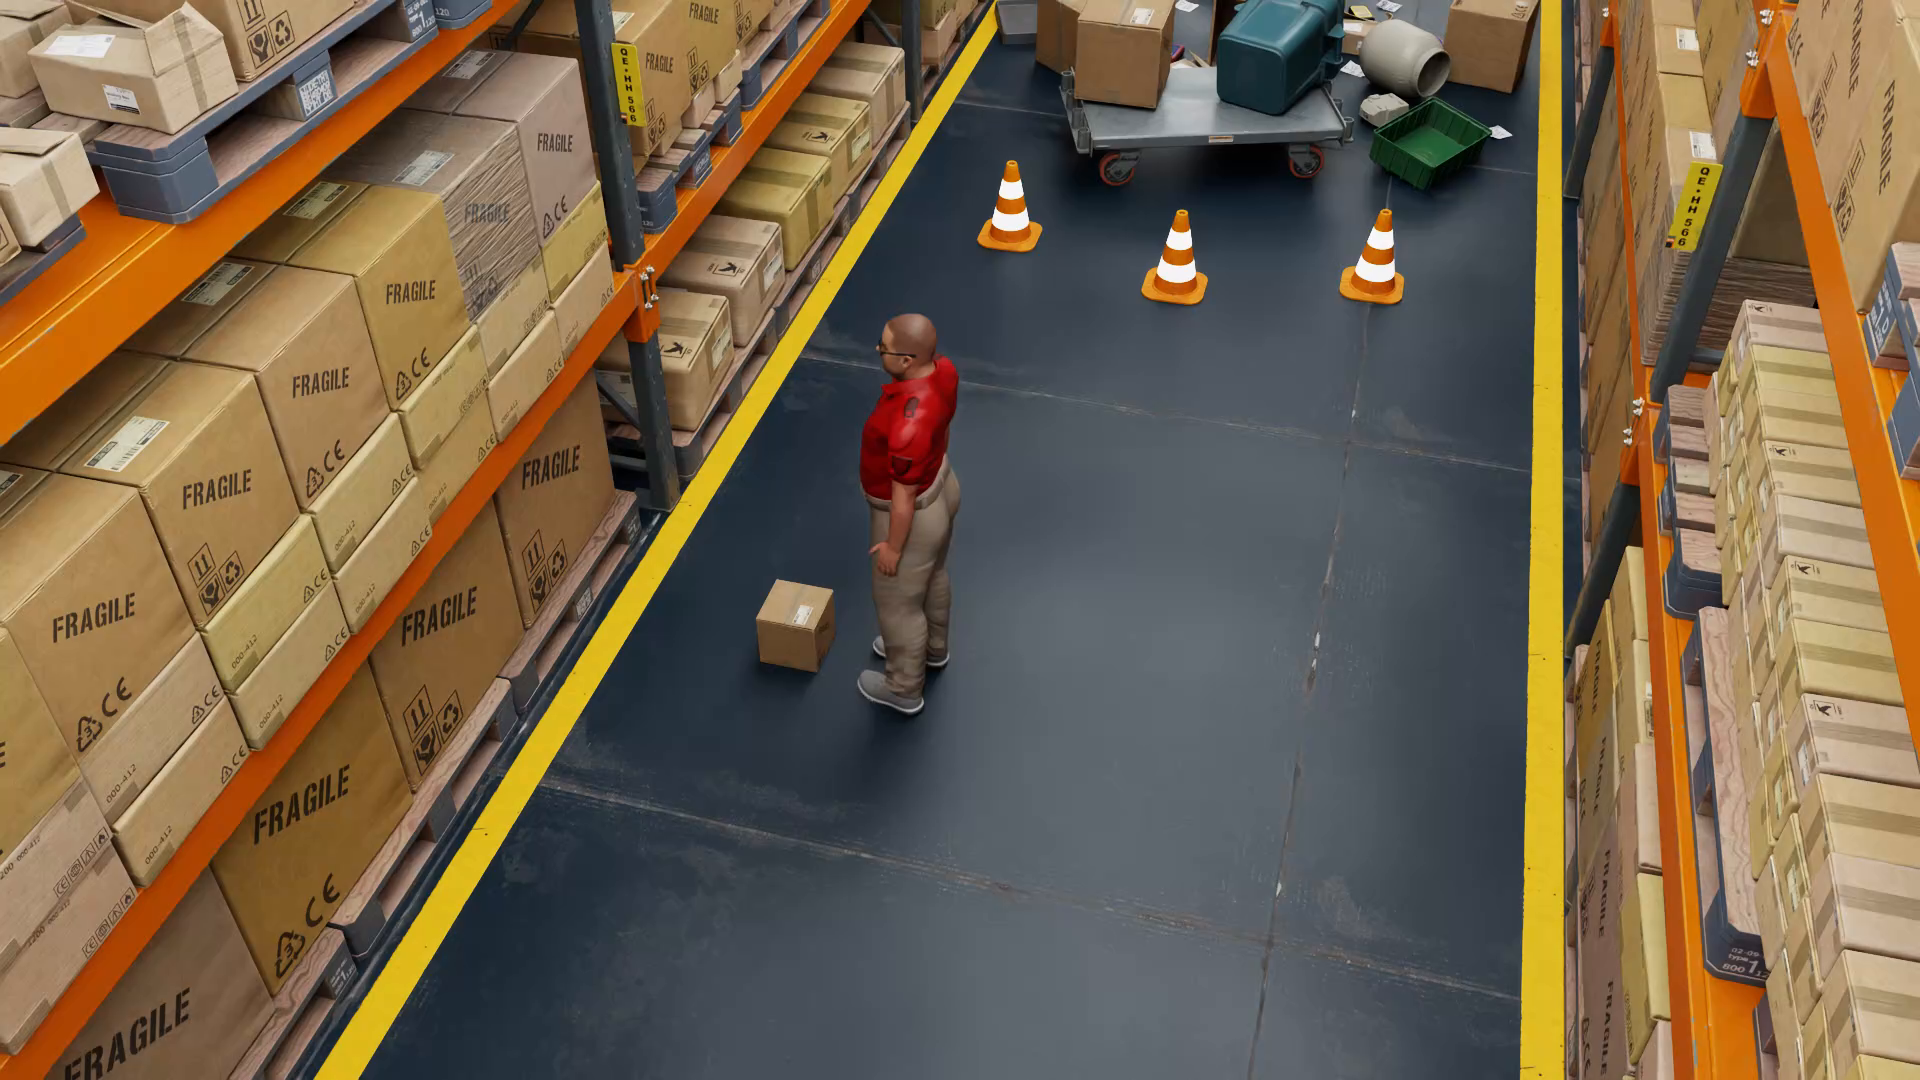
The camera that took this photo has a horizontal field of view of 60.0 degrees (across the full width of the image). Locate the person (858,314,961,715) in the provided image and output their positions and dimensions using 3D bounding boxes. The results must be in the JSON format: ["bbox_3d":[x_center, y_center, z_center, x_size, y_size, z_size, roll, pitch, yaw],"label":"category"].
[{"bbox_3d":[-0.205,-0.118,6.313,0.377,1.740,0.550,10,42,11],"label":"person"}]
